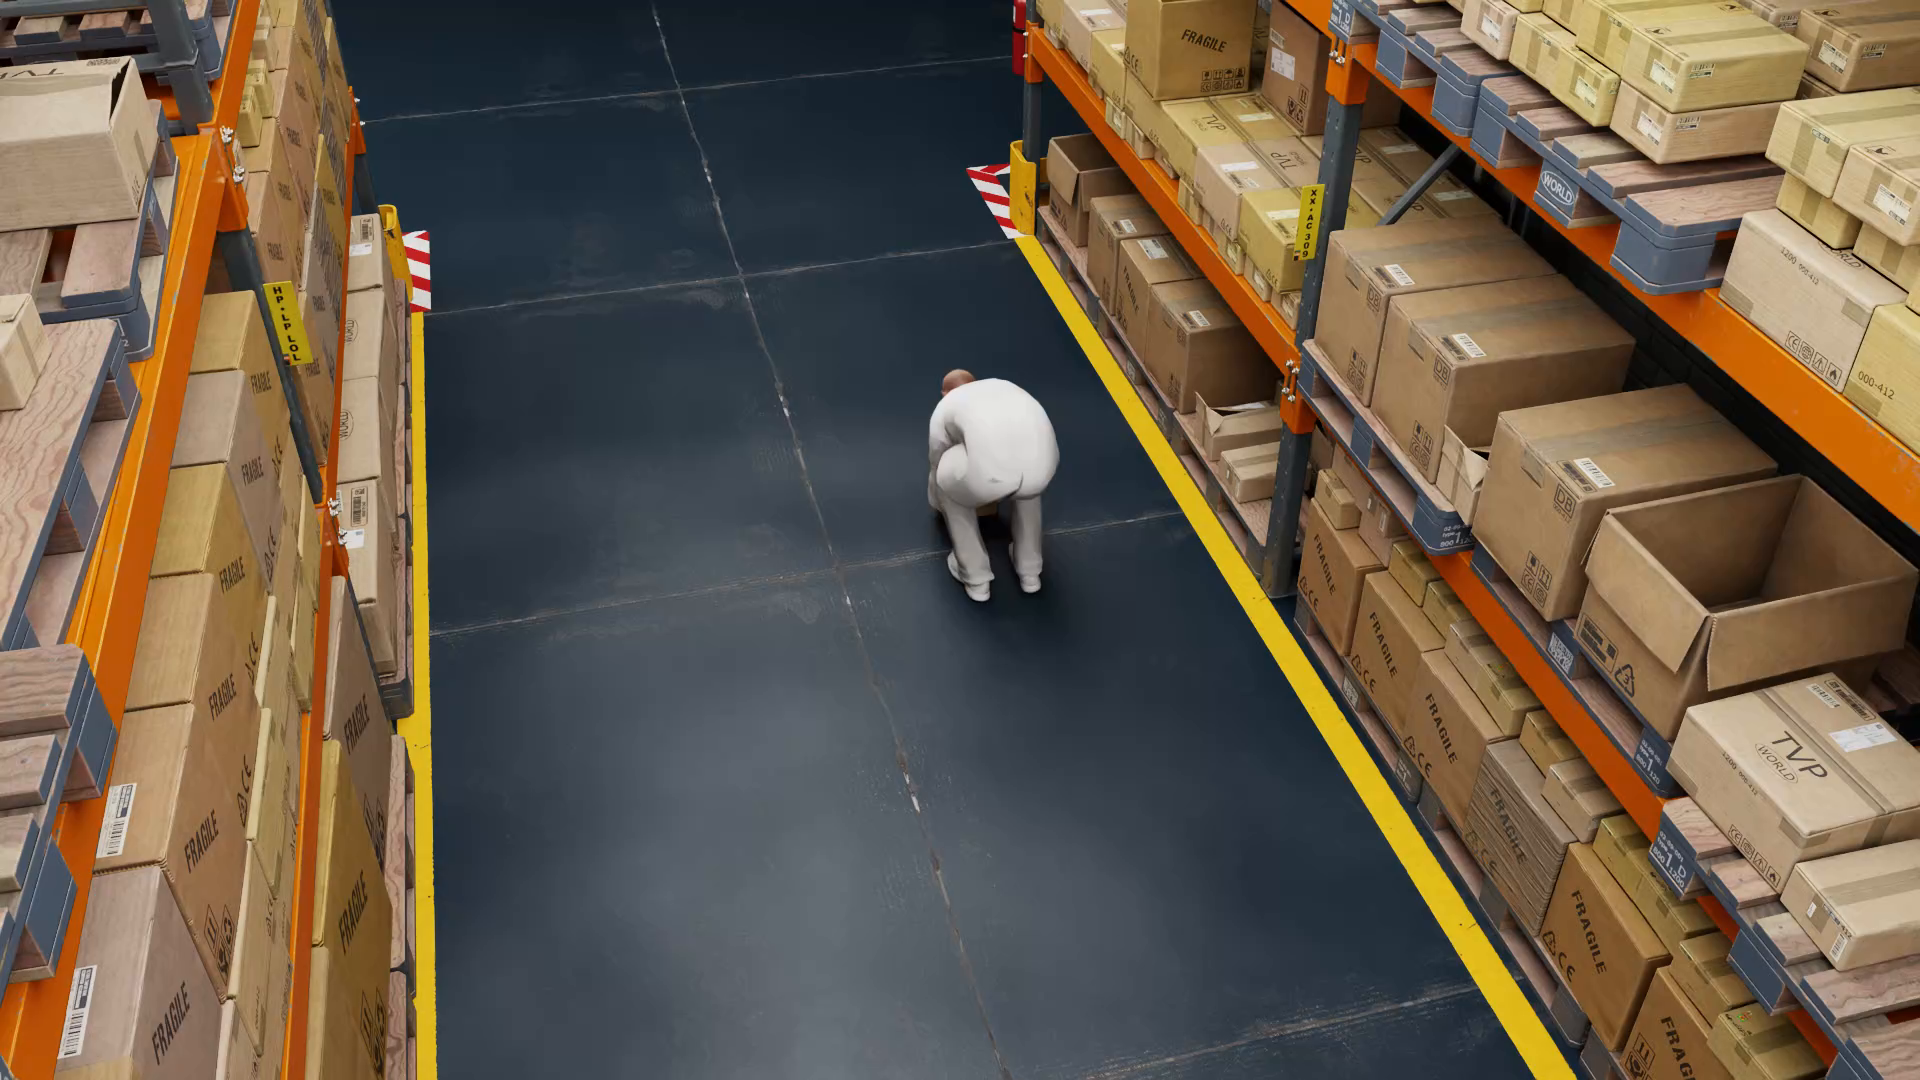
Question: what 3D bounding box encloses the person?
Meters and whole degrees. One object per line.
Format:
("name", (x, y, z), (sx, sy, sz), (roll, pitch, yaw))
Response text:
("person", (0.128, -0.328, 7.777), (0.591, 1.010, 0.942), (-11, 39, -14))
